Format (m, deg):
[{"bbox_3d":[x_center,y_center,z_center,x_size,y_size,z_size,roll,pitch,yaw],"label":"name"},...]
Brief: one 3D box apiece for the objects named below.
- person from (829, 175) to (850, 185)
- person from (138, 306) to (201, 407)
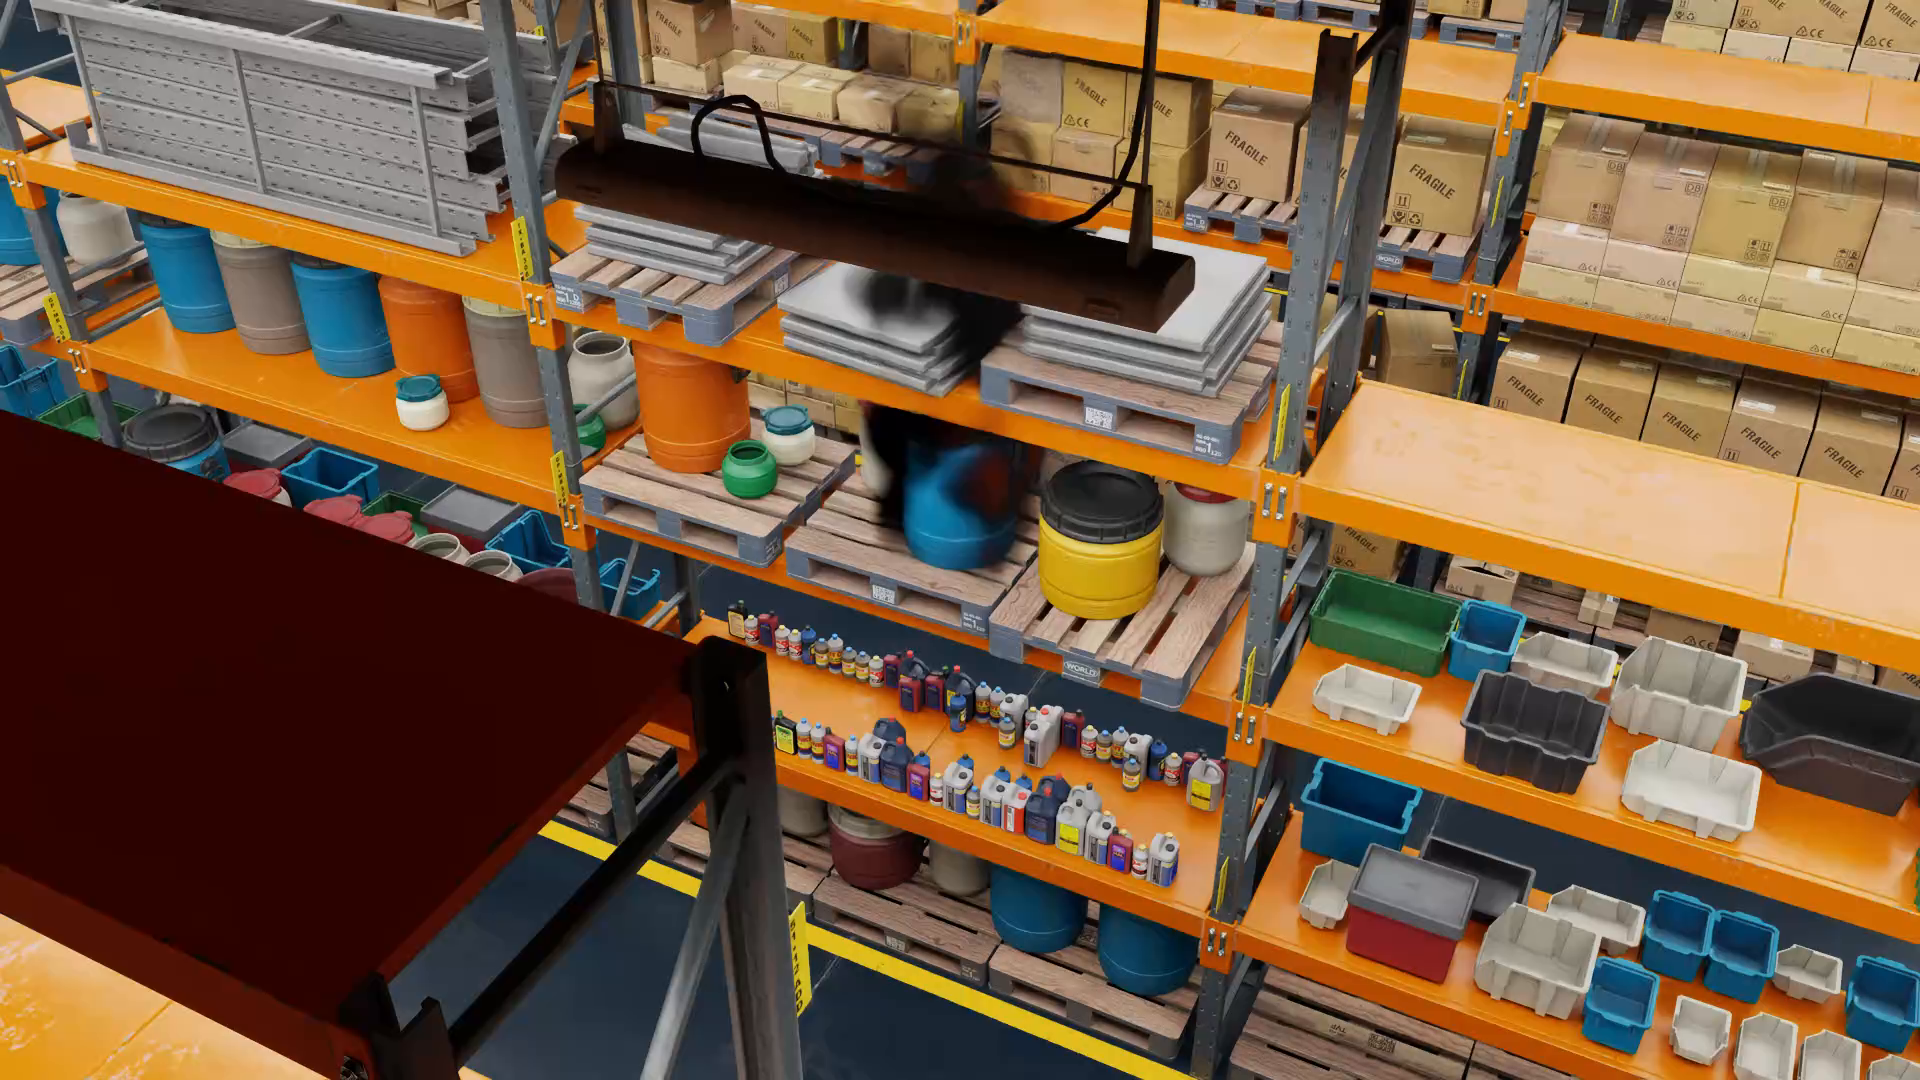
[{"bbox_3d":[-1.169,-2.926,16.589,0.924,1.633,0.583,16,38,22],"label":"person"},{"bbox_3d":[-6.532,-1.159,13.973,0.762,1.839,0.643,13,37,18],"label":"person"}]
